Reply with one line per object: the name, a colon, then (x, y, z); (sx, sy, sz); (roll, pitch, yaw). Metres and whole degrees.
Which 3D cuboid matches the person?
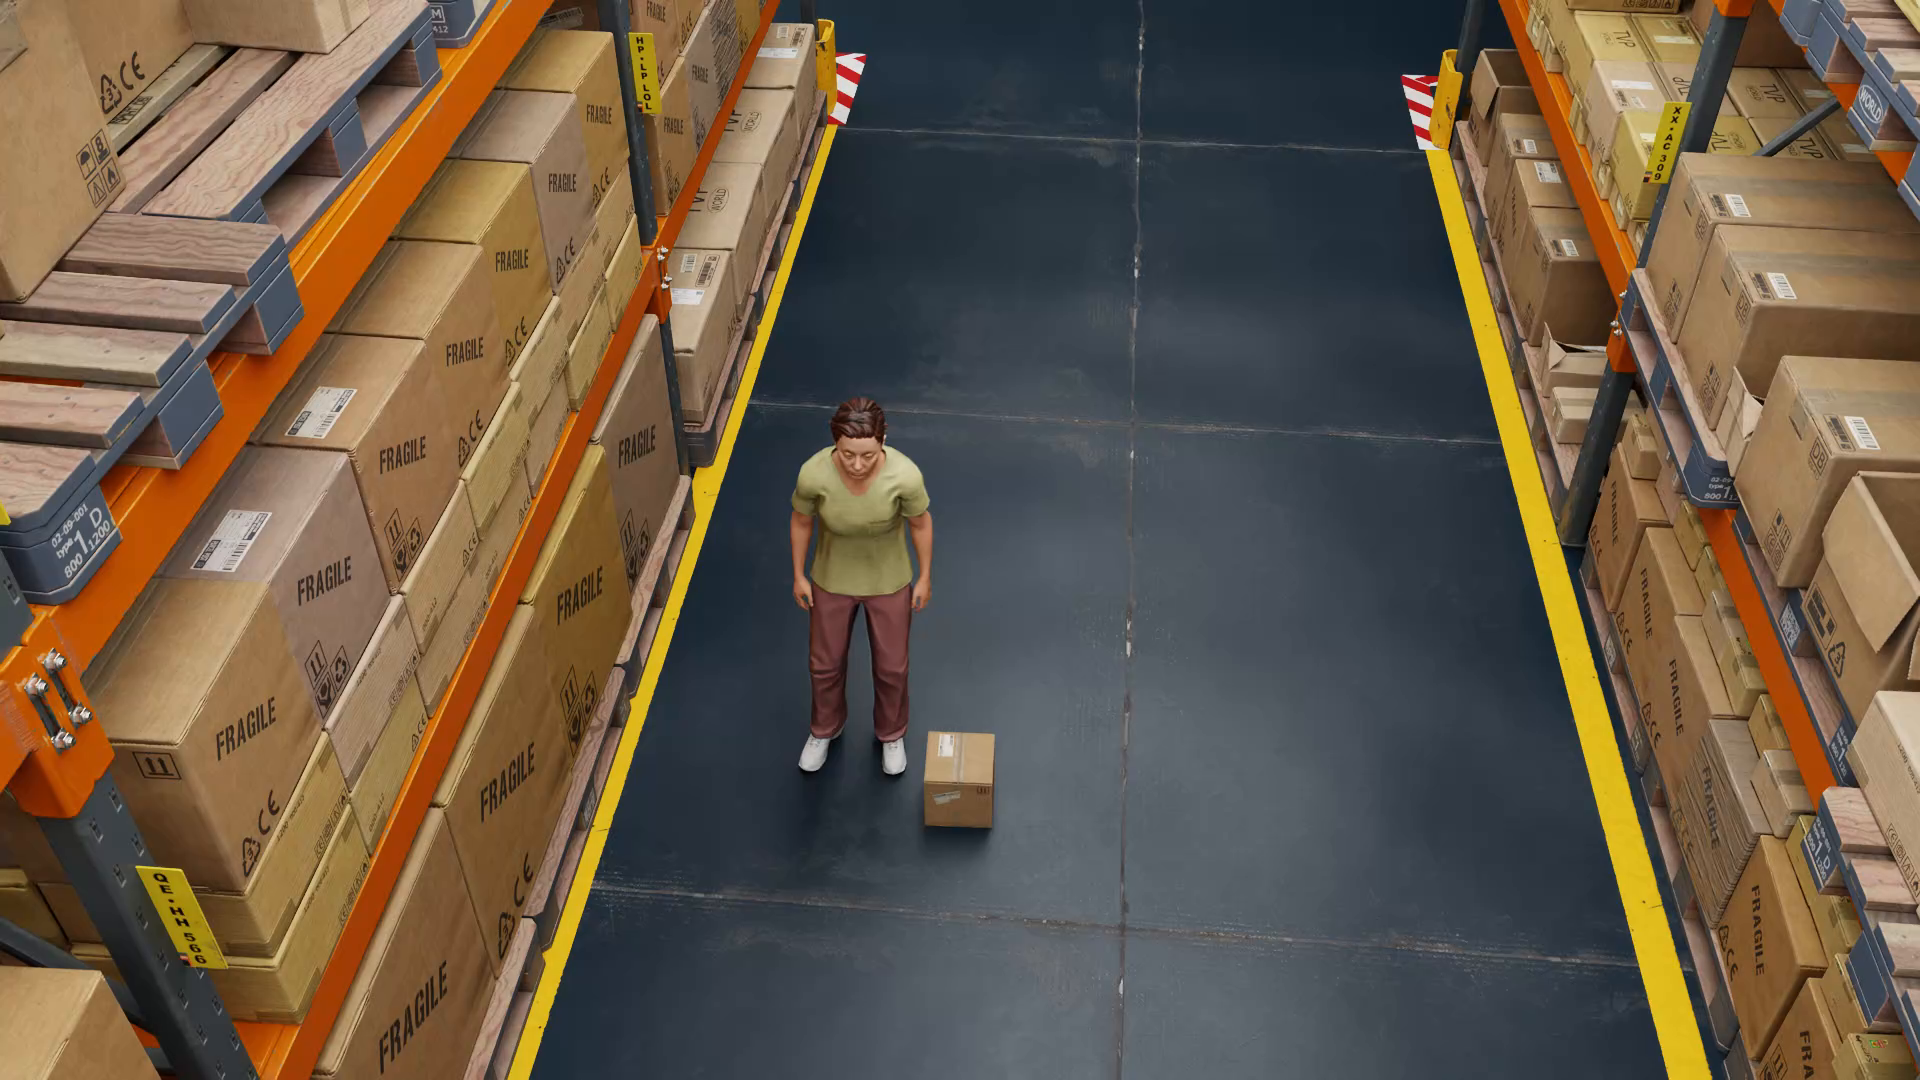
person: (-0.356, 0.163, 5.965); (0.521, 1.672, 0.355); (1, 40, 1)
